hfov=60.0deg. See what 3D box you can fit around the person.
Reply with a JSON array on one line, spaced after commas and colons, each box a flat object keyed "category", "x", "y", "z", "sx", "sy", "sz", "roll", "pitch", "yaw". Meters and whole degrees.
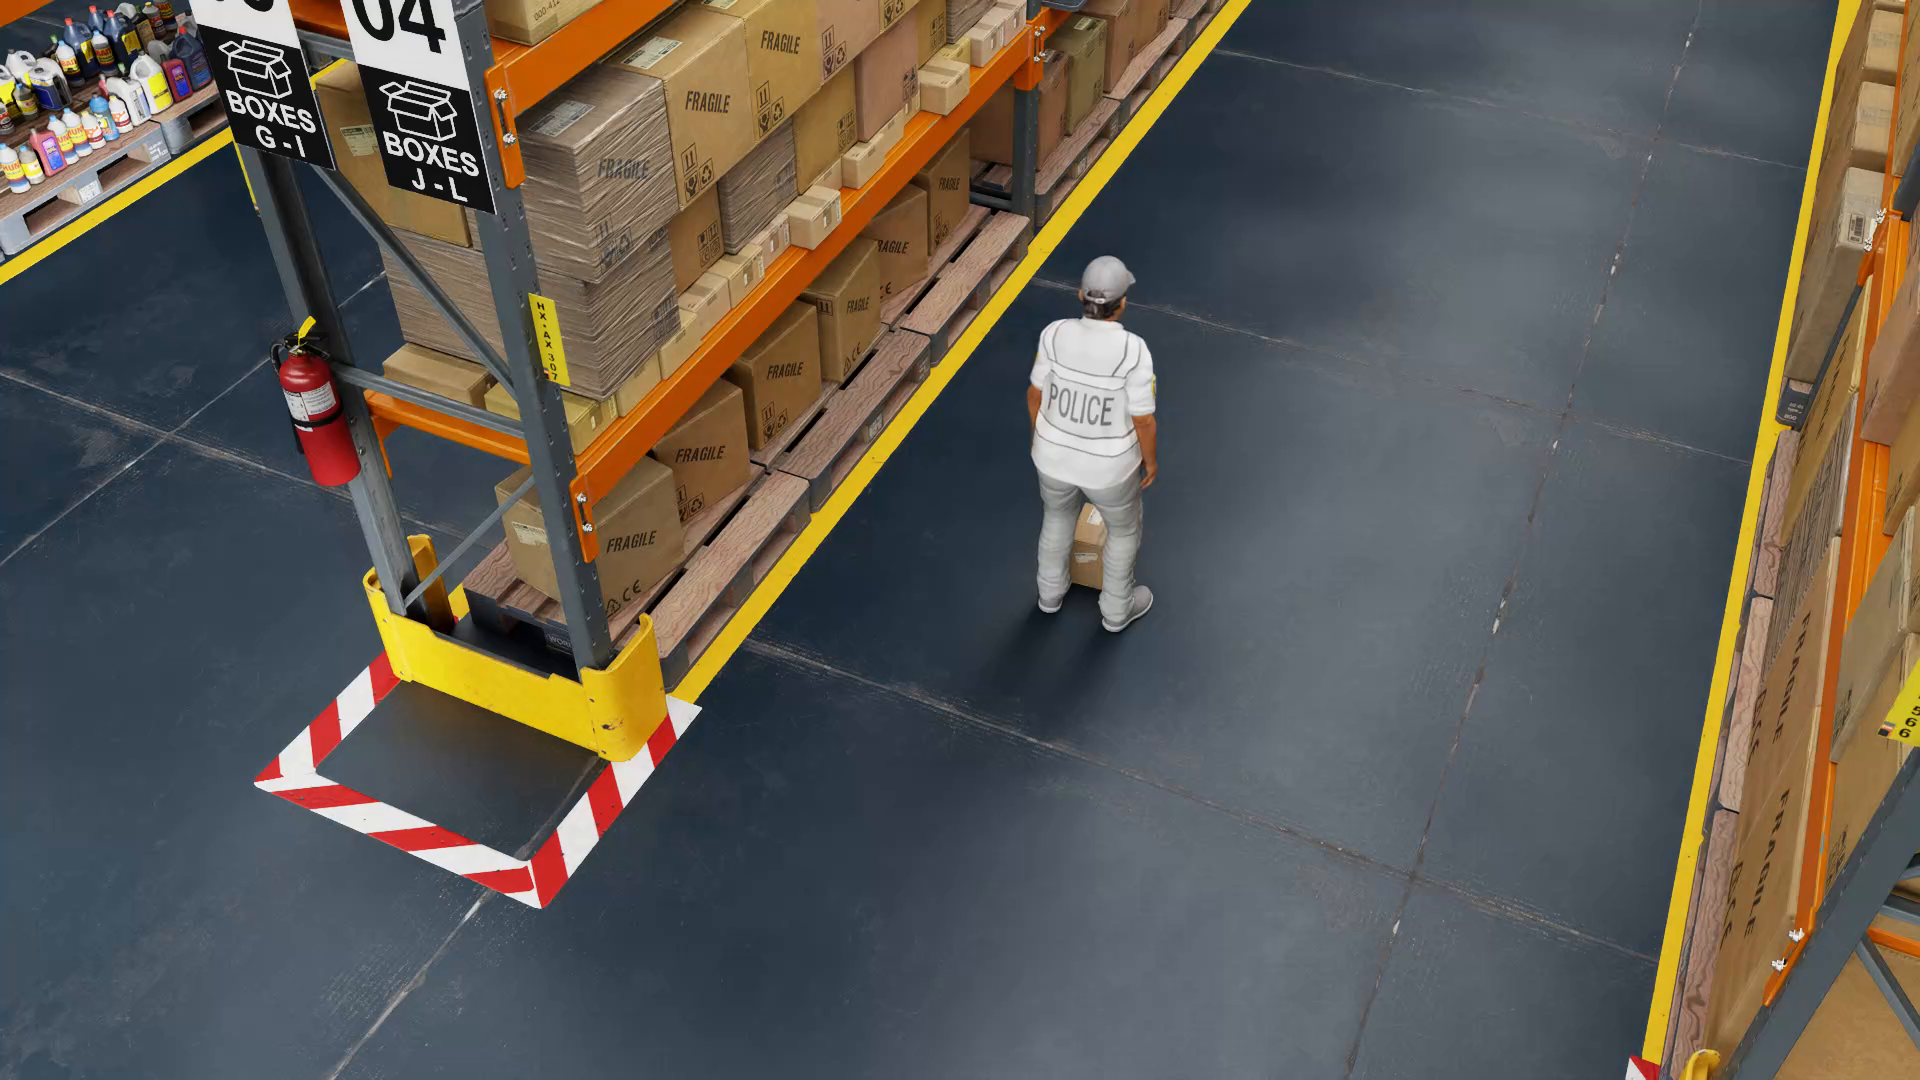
[{"category": "person", "x": 0.532, "y": -0.352, "z": 6.543, "sx": 0.540, "sy": 1.667, "sz": 0.467, "roll": 18, "pitch": 45, "yaw": 18}]
